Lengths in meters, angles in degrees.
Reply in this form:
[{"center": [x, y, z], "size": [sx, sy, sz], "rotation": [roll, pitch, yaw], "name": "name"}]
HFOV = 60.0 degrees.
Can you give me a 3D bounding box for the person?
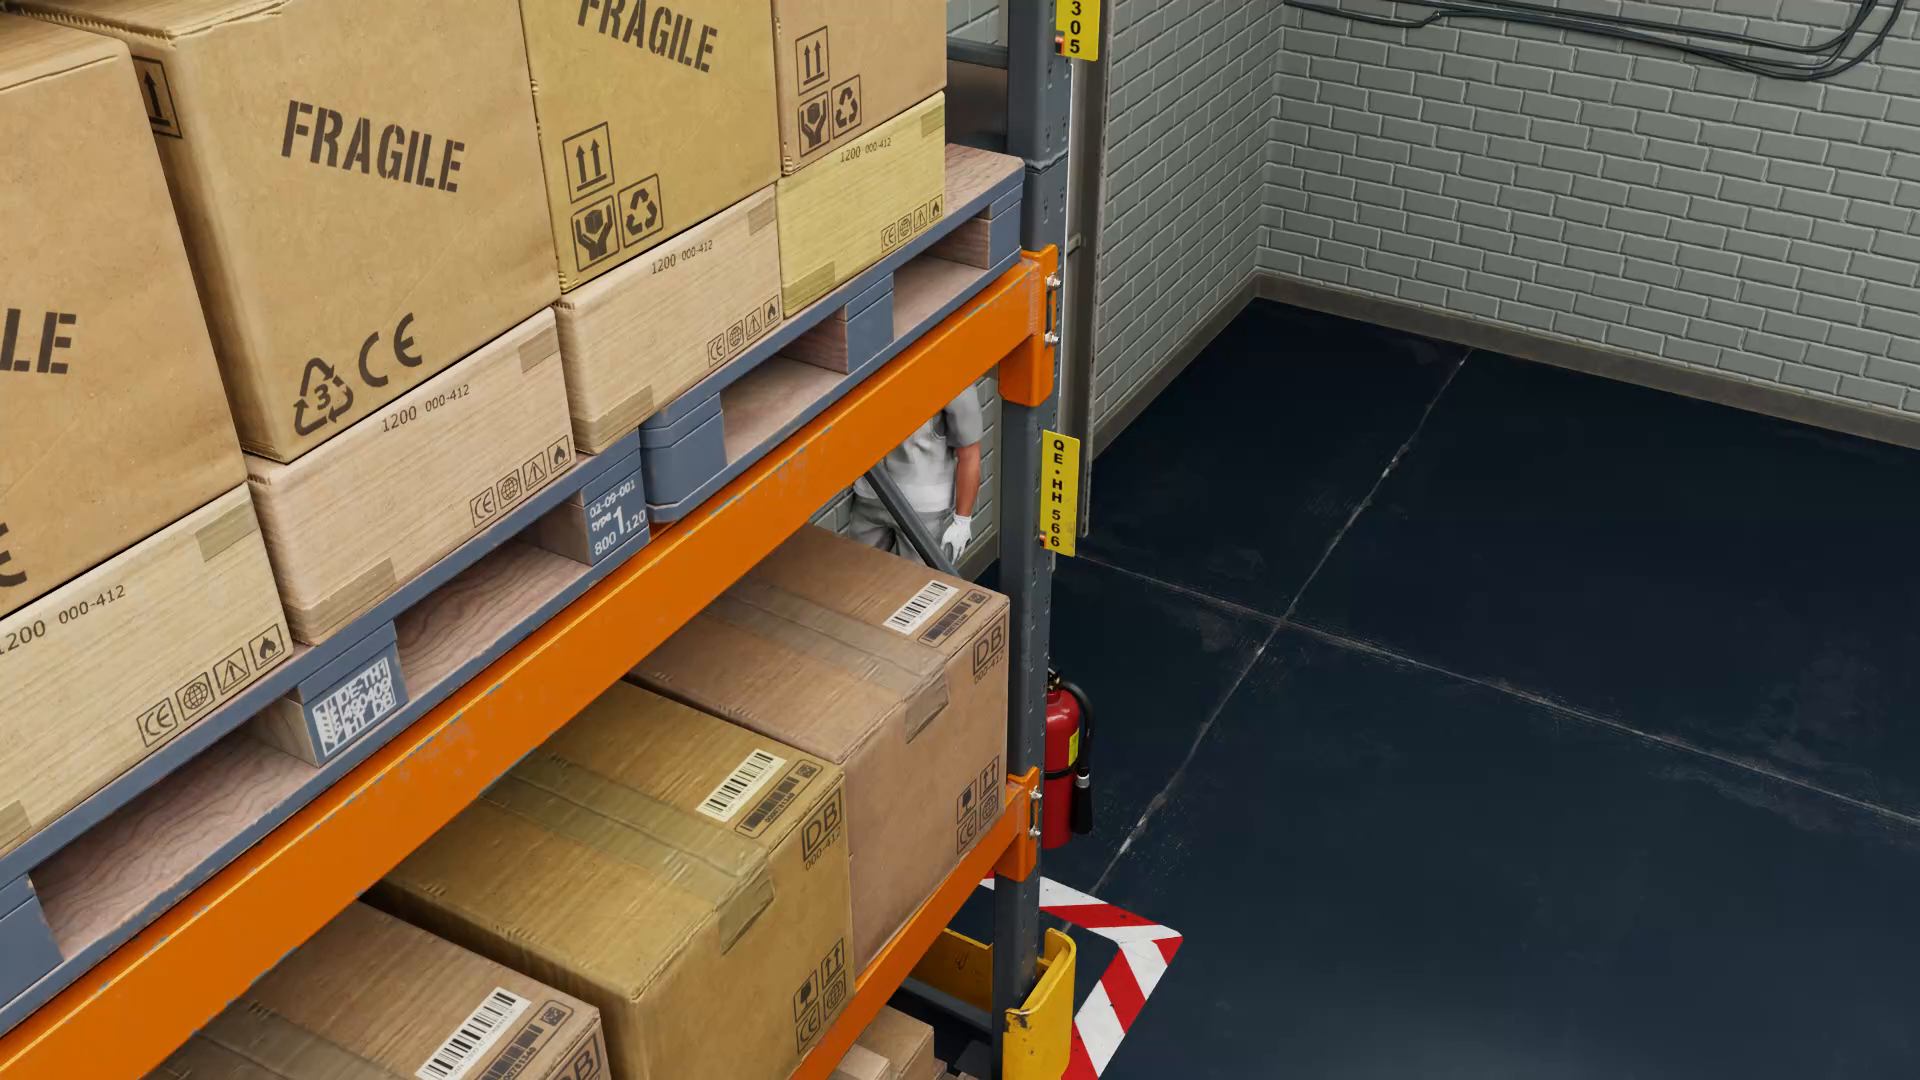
[{"center": [-0.265, -0.105, 6.259], "size": [0.637, 1.790, 0.562], "rotation": [18, 38, 25], "name": "person"}]
